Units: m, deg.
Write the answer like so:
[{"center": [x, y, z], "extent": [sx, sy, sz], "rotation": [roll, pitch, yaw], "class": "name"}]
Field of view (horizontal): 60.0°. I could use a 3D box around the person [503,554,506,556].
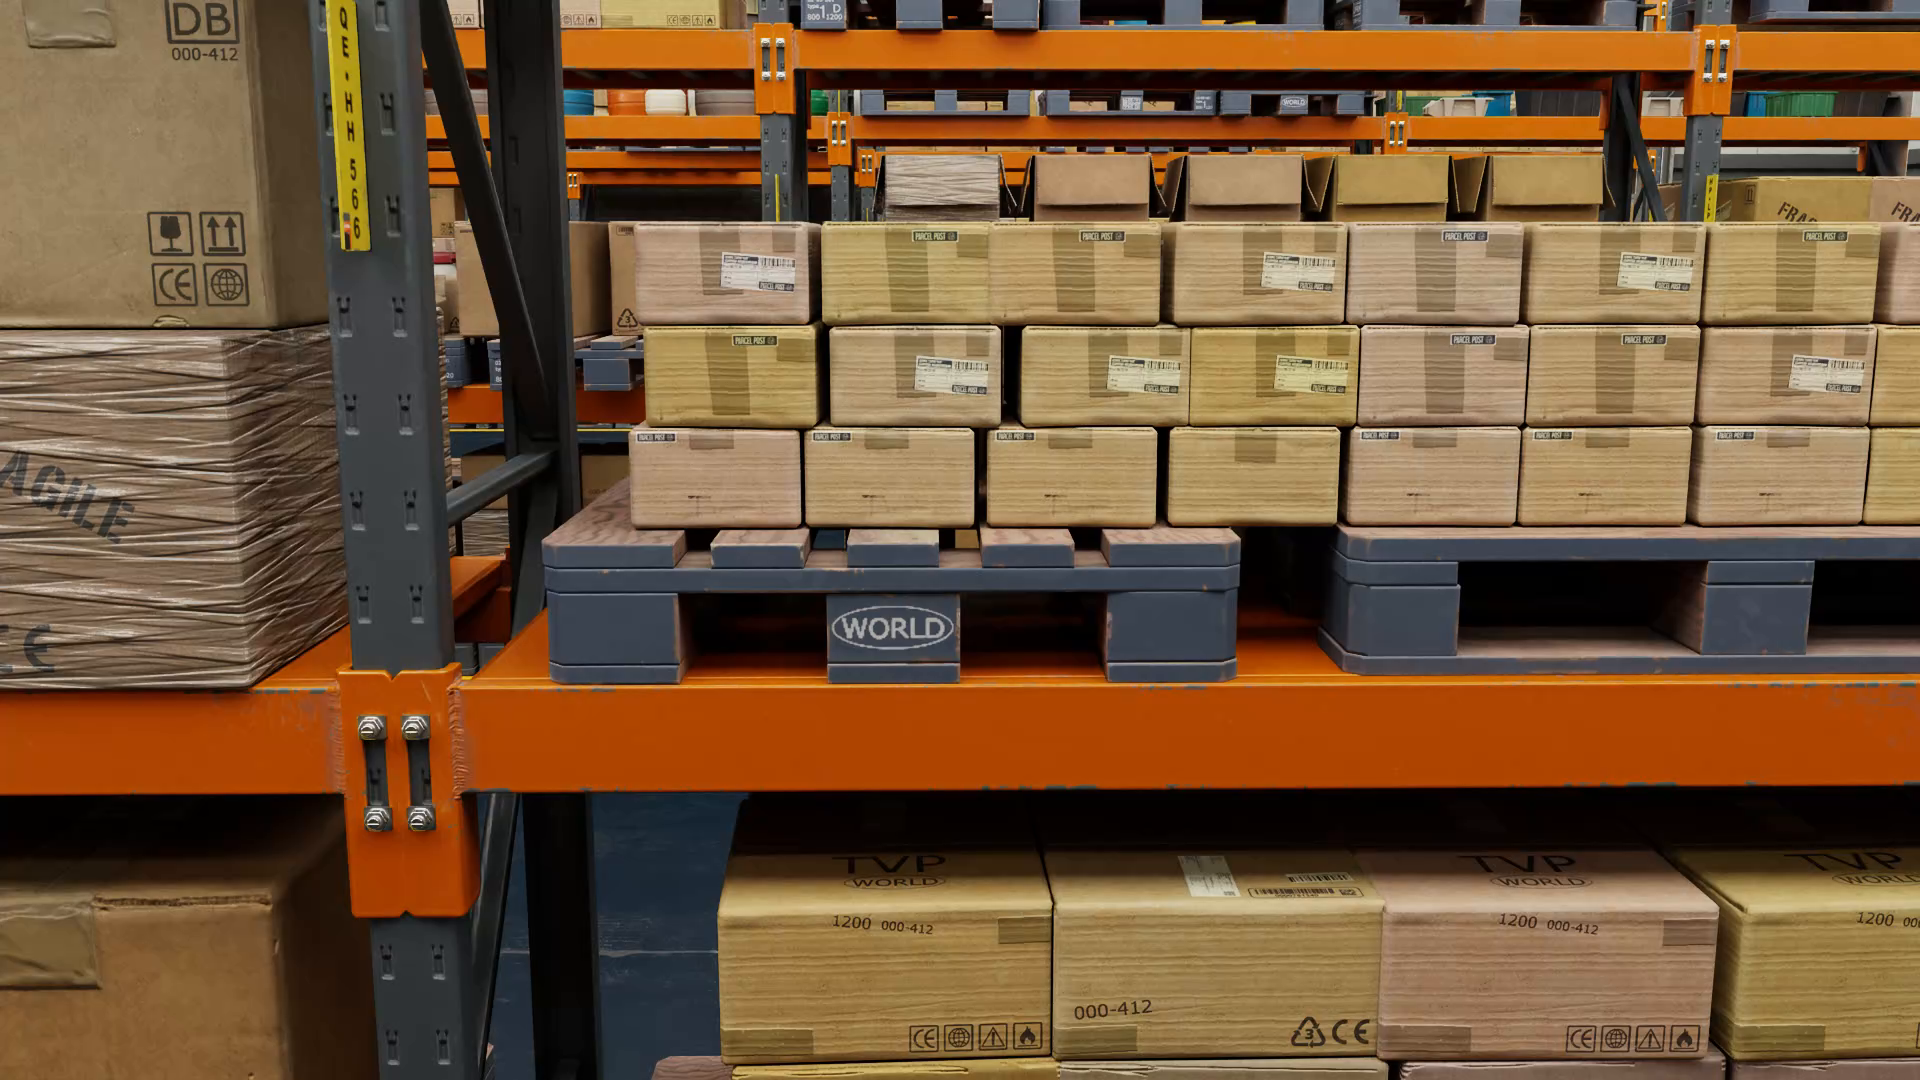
[{"center": [-1.307, 0.309, 6.488], "extent": [0.981, 0.946, 0.532], "rotation": [1, 10, 6], "class": "person"}]
